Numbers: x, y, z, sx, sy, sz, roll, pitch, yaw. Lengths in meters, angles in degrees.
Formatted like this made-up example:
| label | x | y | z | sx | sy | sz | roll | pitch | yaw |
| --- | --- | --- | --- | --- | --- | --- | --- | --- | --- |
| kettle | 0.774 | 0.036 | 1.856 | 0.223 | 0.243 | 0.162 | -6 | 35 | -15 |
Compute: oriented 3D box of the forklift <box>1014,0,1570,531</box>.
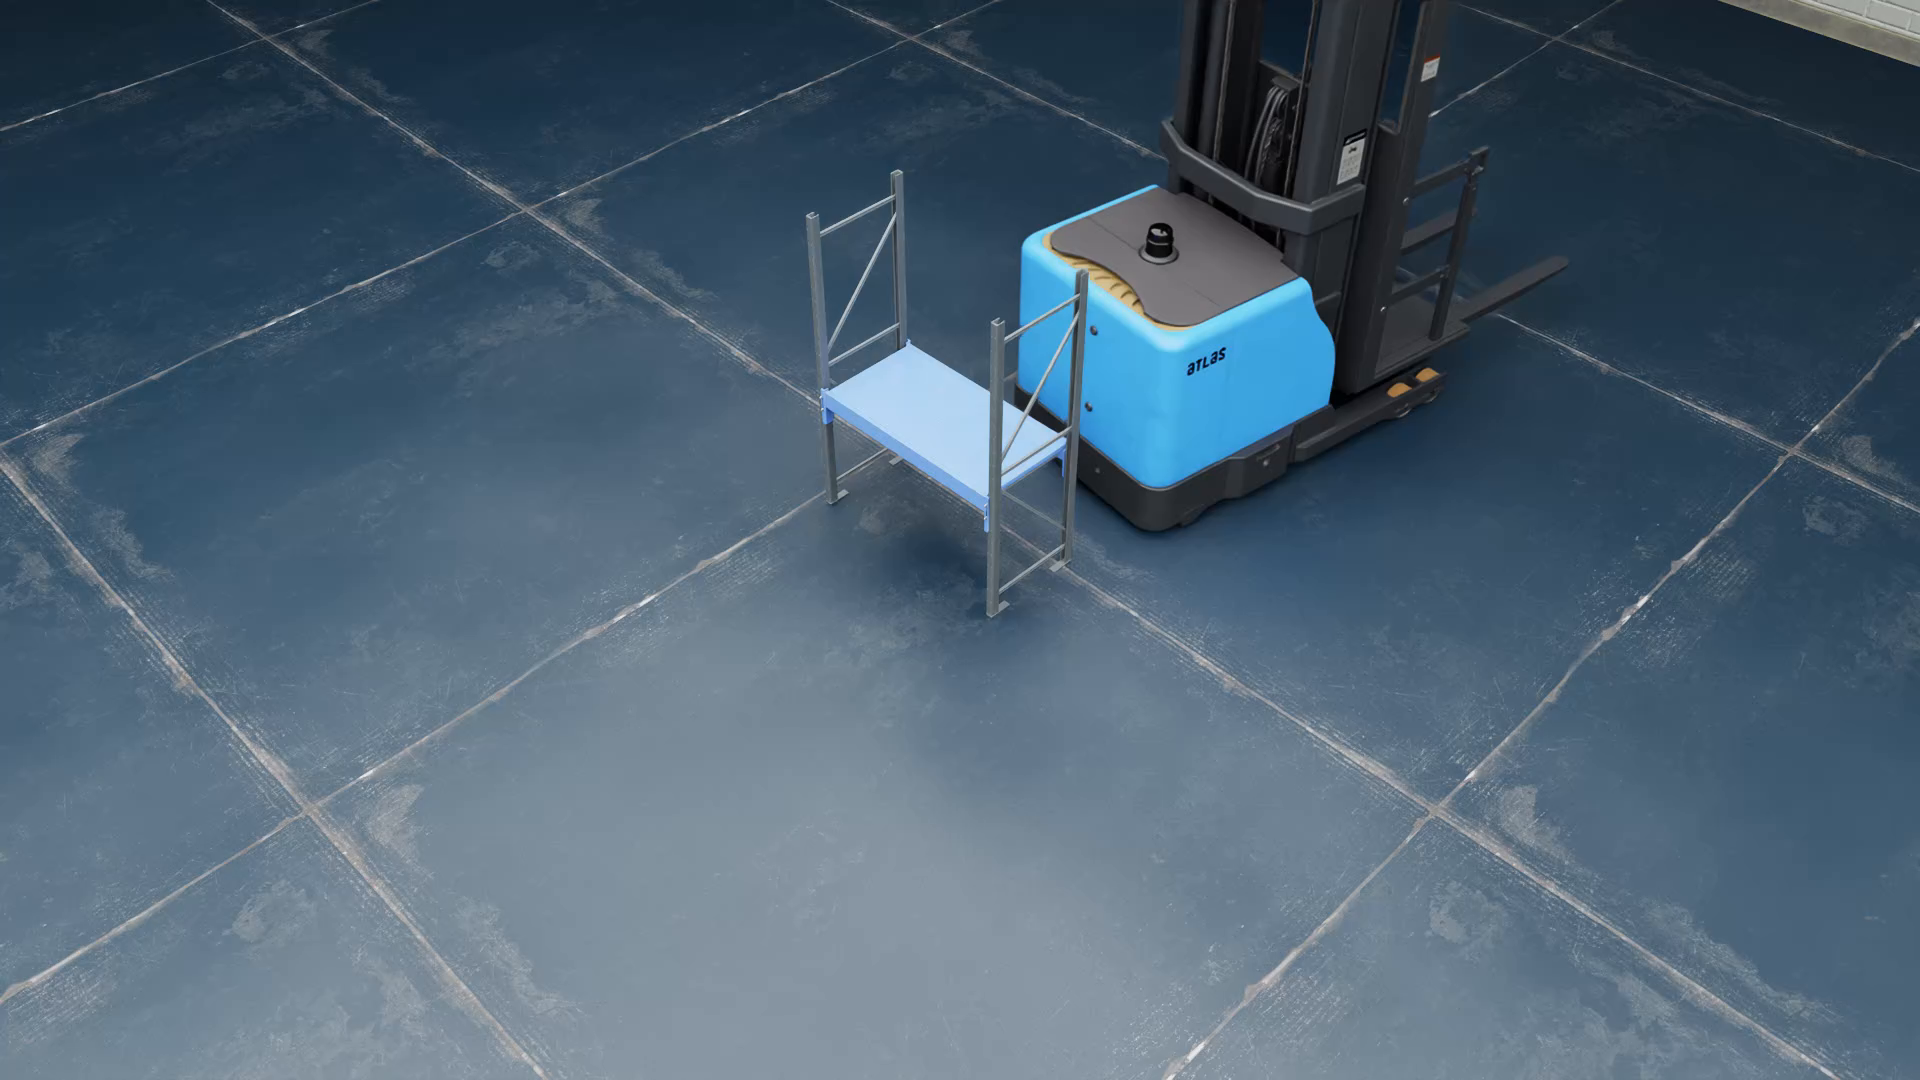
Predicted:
| label | x | y | z | sx | sy | sz | roll | pitch | yaw |
| --- | --- | --- | --- | --- | --- | --- | --- | --- | --- |
| forklift | 1.741 | -1.929 | 7.295 | 3.031 | 2.935 | 1.130 | -27 | 49 | -26 |

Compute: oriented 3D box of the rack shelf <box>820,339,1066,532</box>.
| label | x | y | z | sx | sy | sz | roll | pitch | yaw |
| --- | --- | --- | --- | --- | --- | --- | --- | --- | --- |
| rack shelf | -0.060 | -0.460 | 7.025 | 0.538 | 0.185 | 1.000 | -34 | 53 | -31 |

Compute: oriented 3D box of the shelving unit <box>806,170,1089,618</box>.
| label | x | y | z | sx | sy | sz | roll | pitch | yaw |
| --- | --- | --- | --- | --- | --- | --- | --- | --- | --- |
| shelving unit | -0.060 | -0.592 | 6.903 | 0.538 | 1.500 | 1.048 | -34 | 53 | -31 |

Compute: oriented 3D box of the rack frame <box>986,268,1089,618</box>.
| label | x | y | z | sx | sy | sz | roll | pitch | yaw |
| --- | --- | --- | --- | --- | --- | --- | --- | --- | --- |
| rack frame | 0.299 | -0.348 | 6.638 | 0.500 | 1.500 | 0.032 | -34 | 53 | -31 |

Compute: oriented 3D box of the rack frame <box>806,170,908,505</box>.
| label | x | y | z | sx | sy | sz | roll | pitch | yaw |
| --- | --- | --- | --- | --- | --- | --- | --- | --- | --- |
| rack frame | -0.419 | -0.836 | 7.167 | 0.500 | 1.500 | 0.032 | -34 | 53 | -31 |
